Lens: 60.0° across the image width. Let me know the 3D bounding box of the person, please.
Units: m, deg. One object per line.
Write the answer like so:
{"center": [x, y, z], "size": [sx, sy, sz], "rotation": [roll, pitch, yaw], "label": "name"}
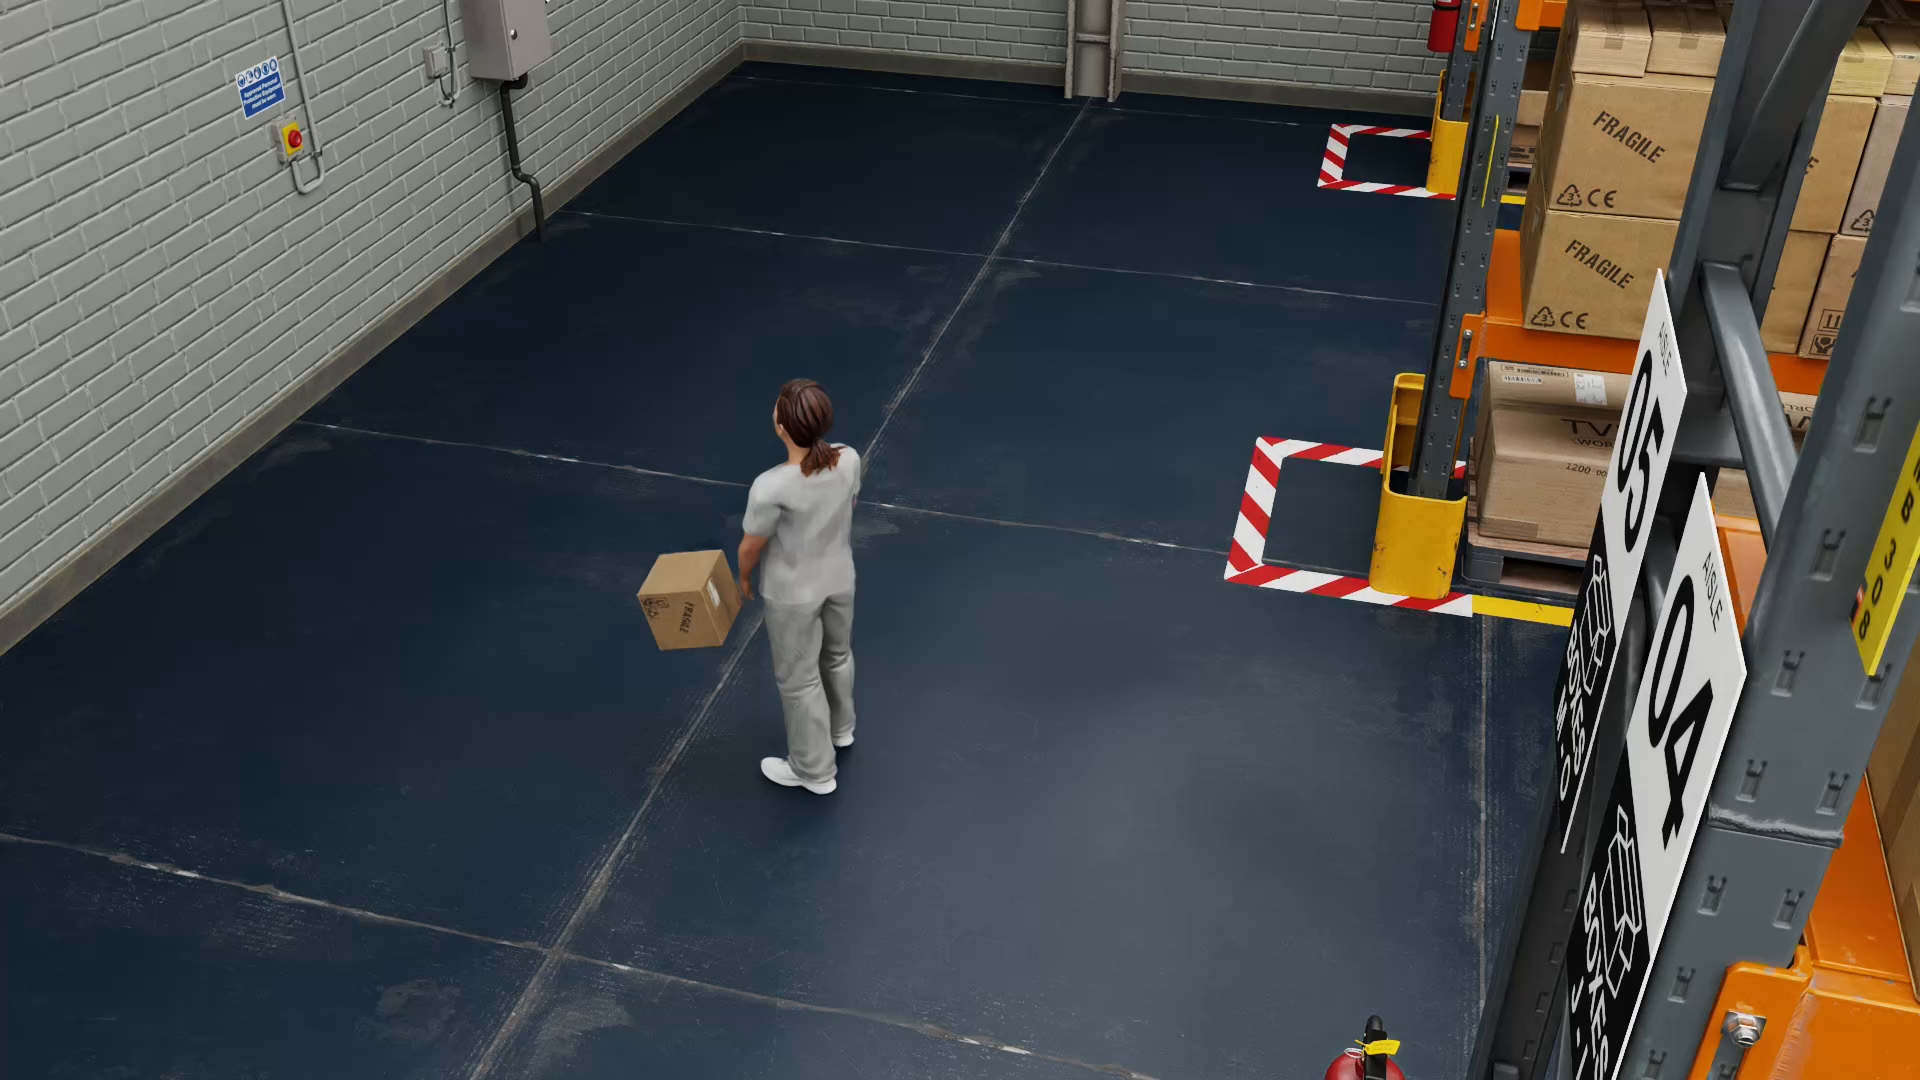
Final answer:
{"center": [-0.583, 0.146, 5.899], "size": [0.482, 1.672, 0.540], "rotation": [-25, 40, -33], "label": "person"}
